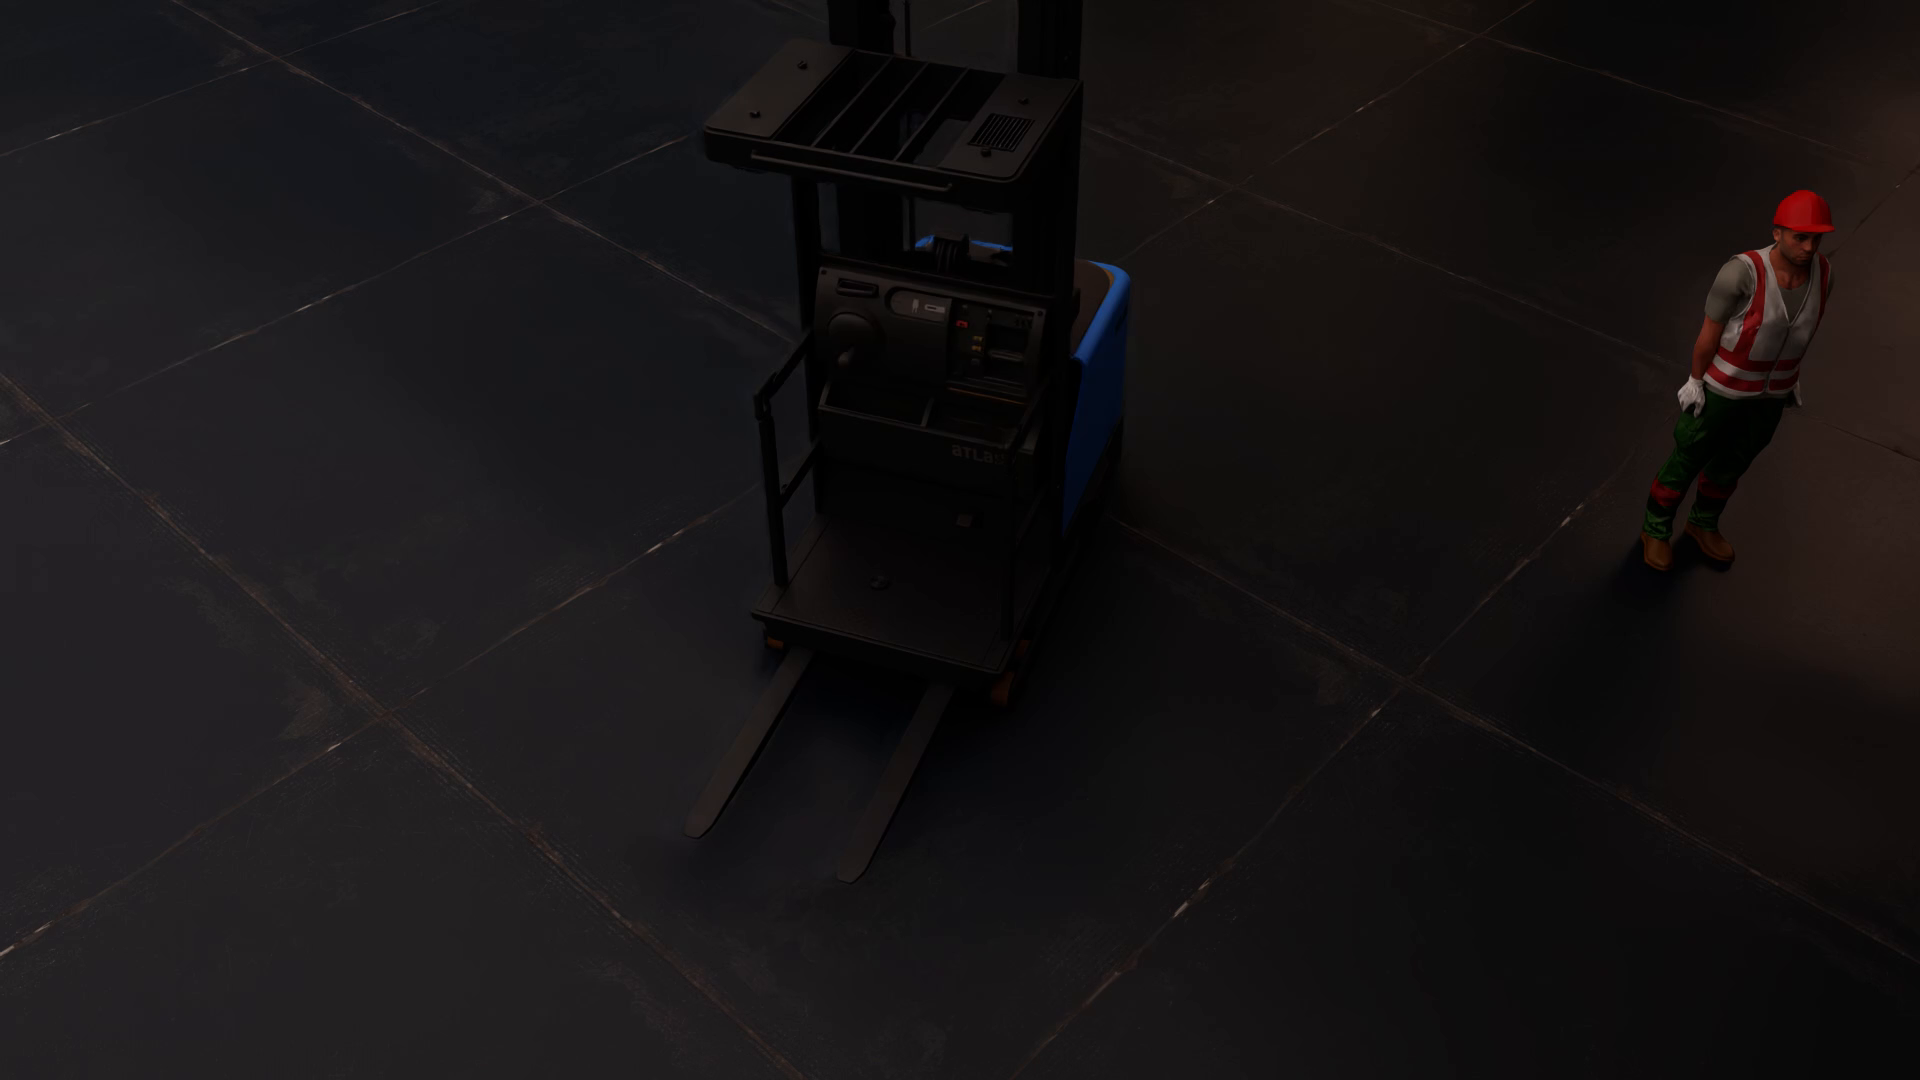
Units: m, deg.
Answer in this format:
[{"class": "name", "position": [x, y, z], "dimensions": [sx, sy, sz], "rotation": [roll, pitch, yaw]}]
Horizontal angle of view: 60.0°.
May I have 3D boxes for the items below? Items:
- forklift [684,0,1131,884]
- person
[{"class": "forklift", "position": [-0.191, -0.722, 6.270], "dimensions": [1.130, 2.935, 3.031], "rotation": [13, 42, 15]}, {"class": "person", "position": [3.340, -0.651, 7.064], "dimensions": [0.528, 1.796, 0.362], "rotation": [-6, 41, -7]}]
